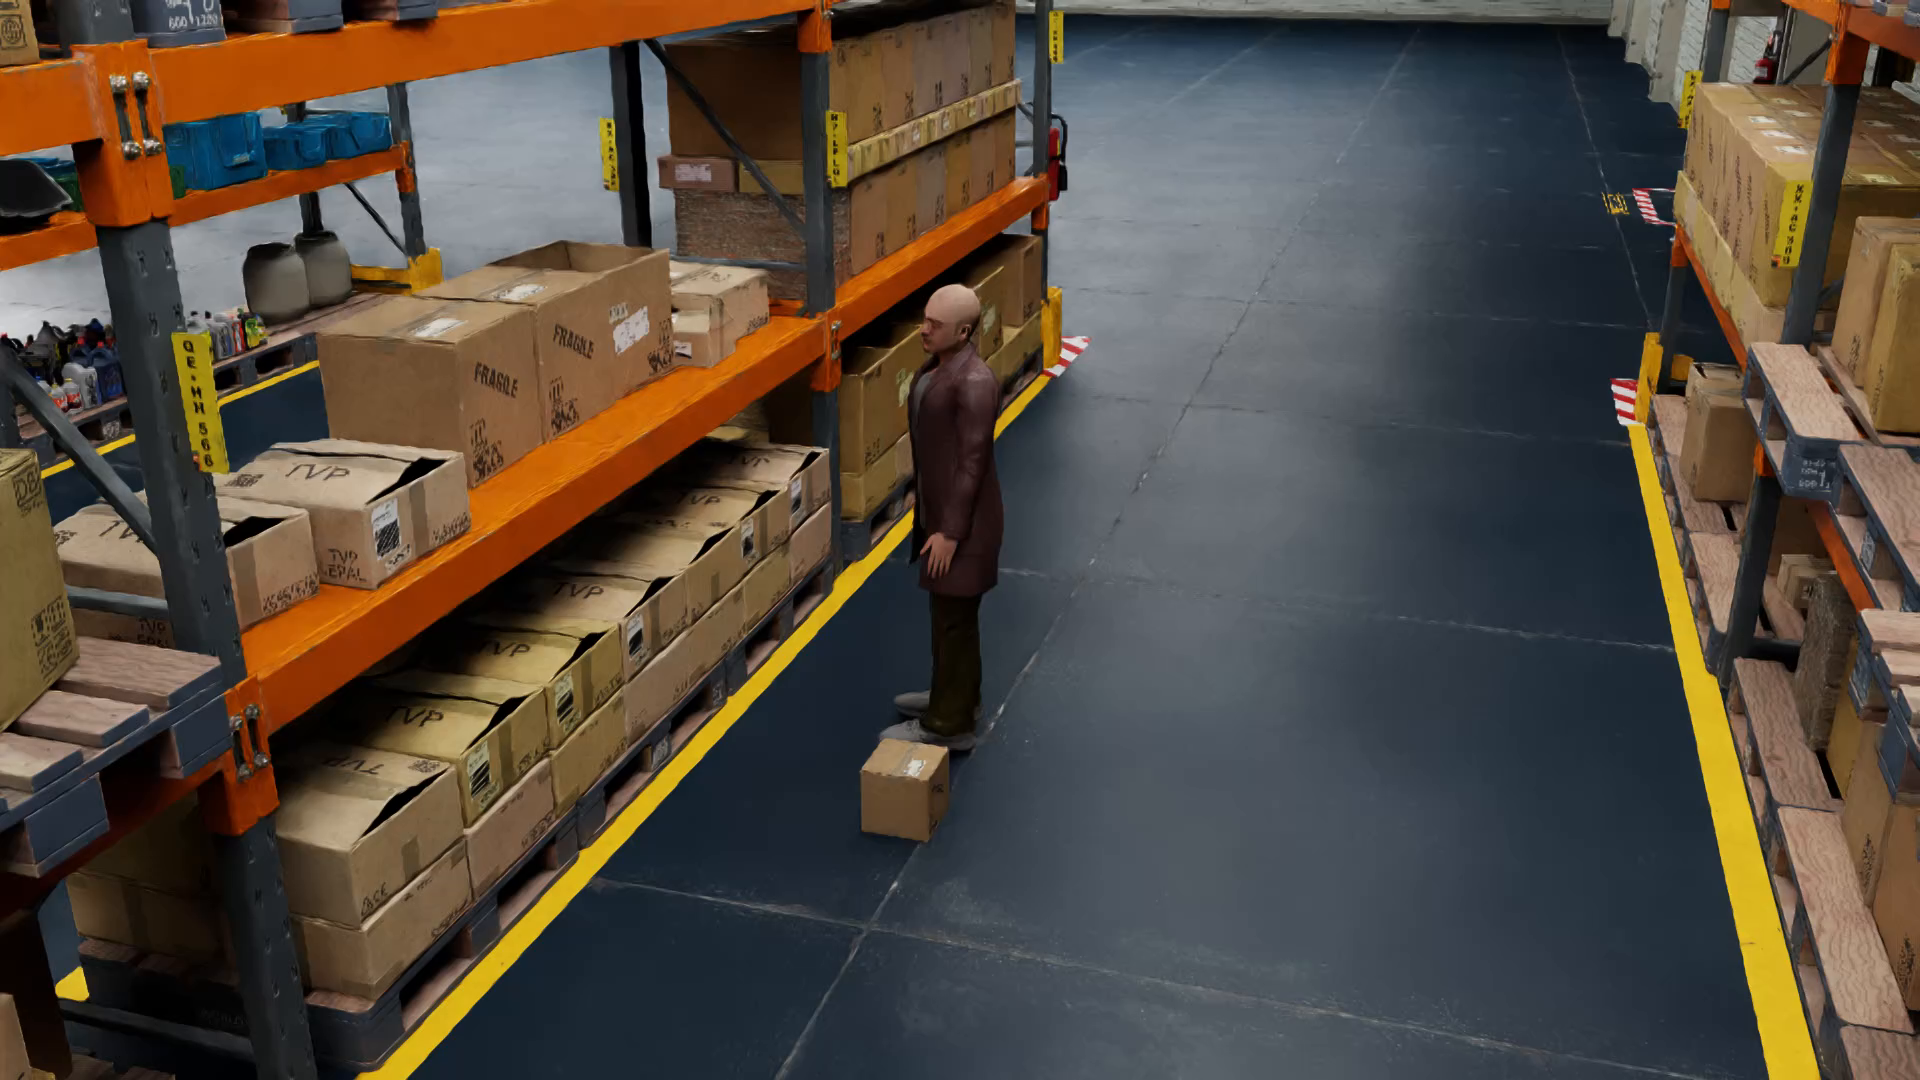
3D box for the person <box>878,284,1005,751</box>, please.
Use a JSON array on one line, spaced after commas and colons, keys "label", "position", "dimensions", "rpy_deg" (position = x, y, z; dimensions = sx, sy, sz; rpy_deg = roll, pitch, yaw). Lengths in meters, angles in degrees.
[{"label": "person", "position": [-0.105, 0.014, 6.253], "dimensions": [0.494, 1.596, 0.637], "rpy_deg": [-6, 22, -15]}]
